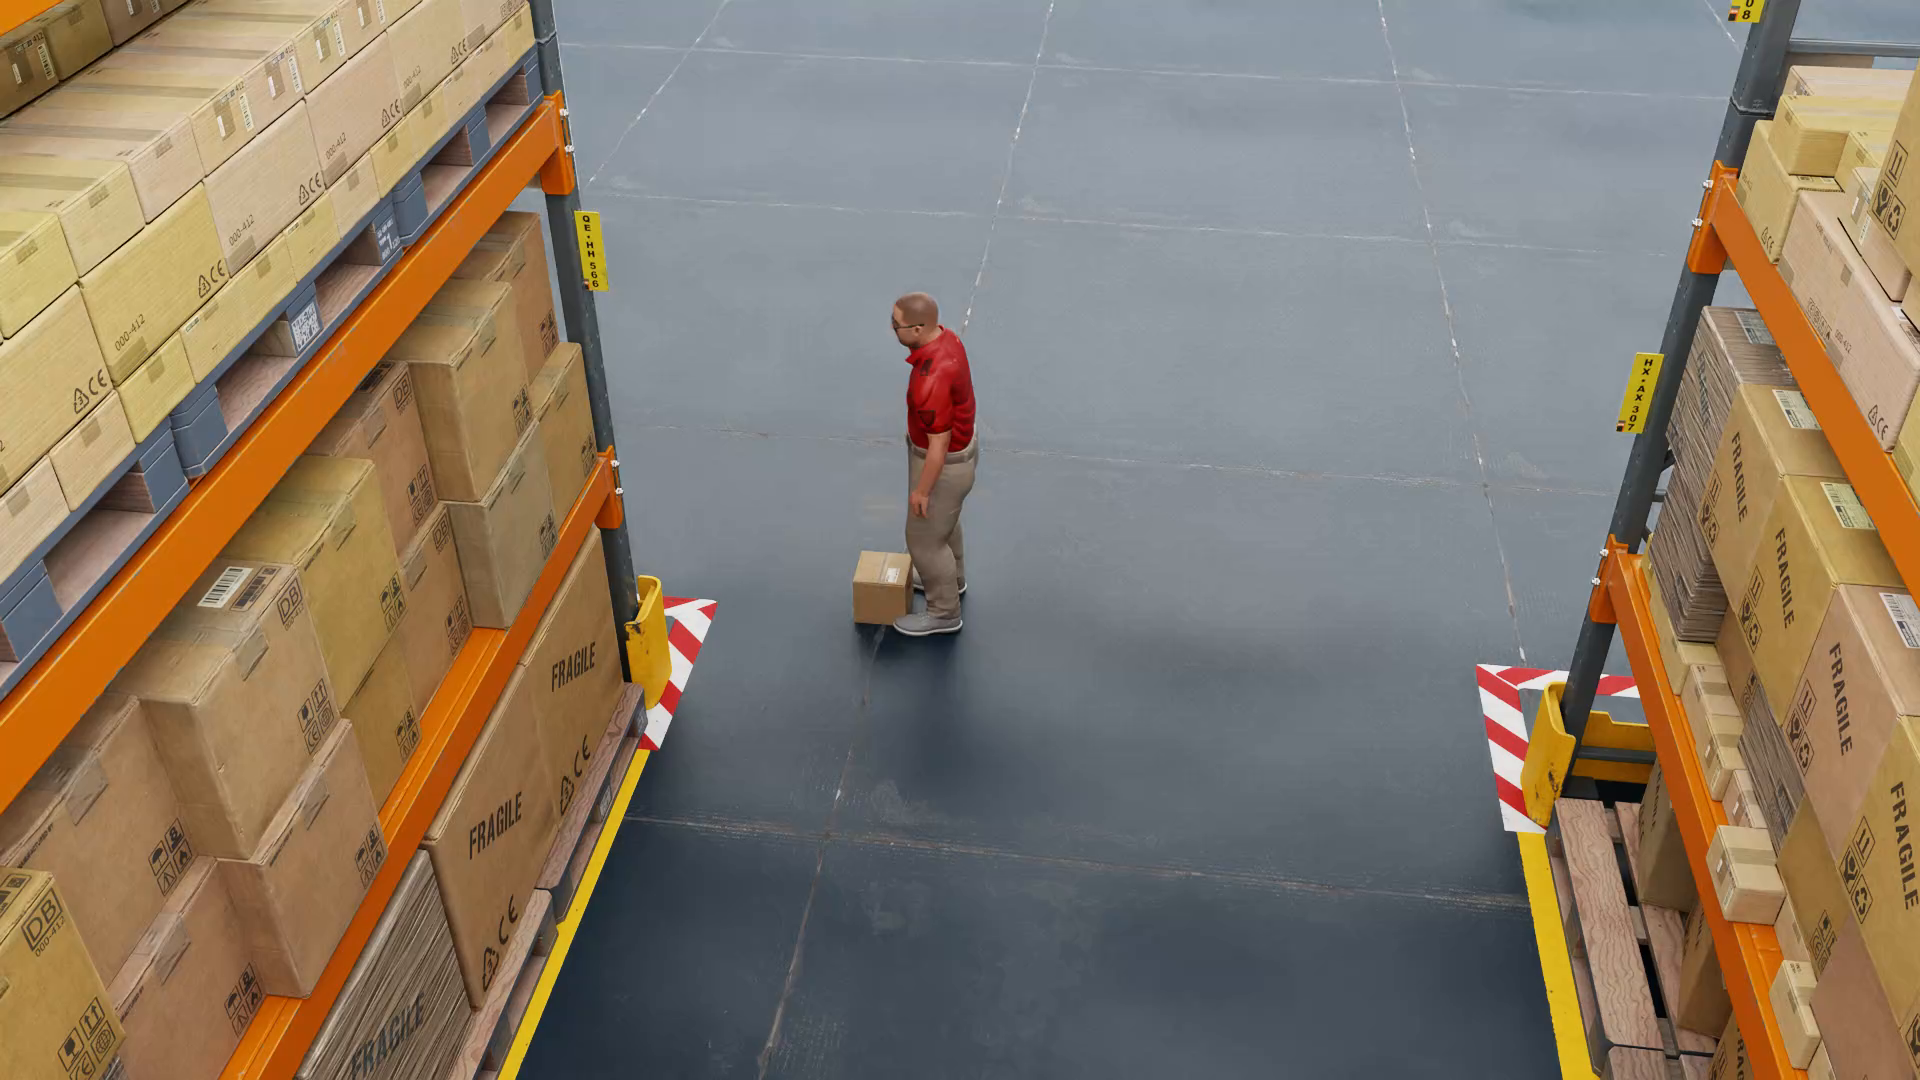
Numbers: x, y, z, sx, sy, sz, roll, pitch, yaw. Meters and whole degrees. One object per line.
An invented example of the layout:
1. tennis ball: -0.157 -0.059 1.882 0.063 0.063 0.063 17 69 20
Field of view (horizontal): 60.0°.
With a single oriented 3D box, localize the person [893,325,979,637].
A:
1. person: -0.115 -0.283 7.591 0.388 1.553 0.577 4 36 5
